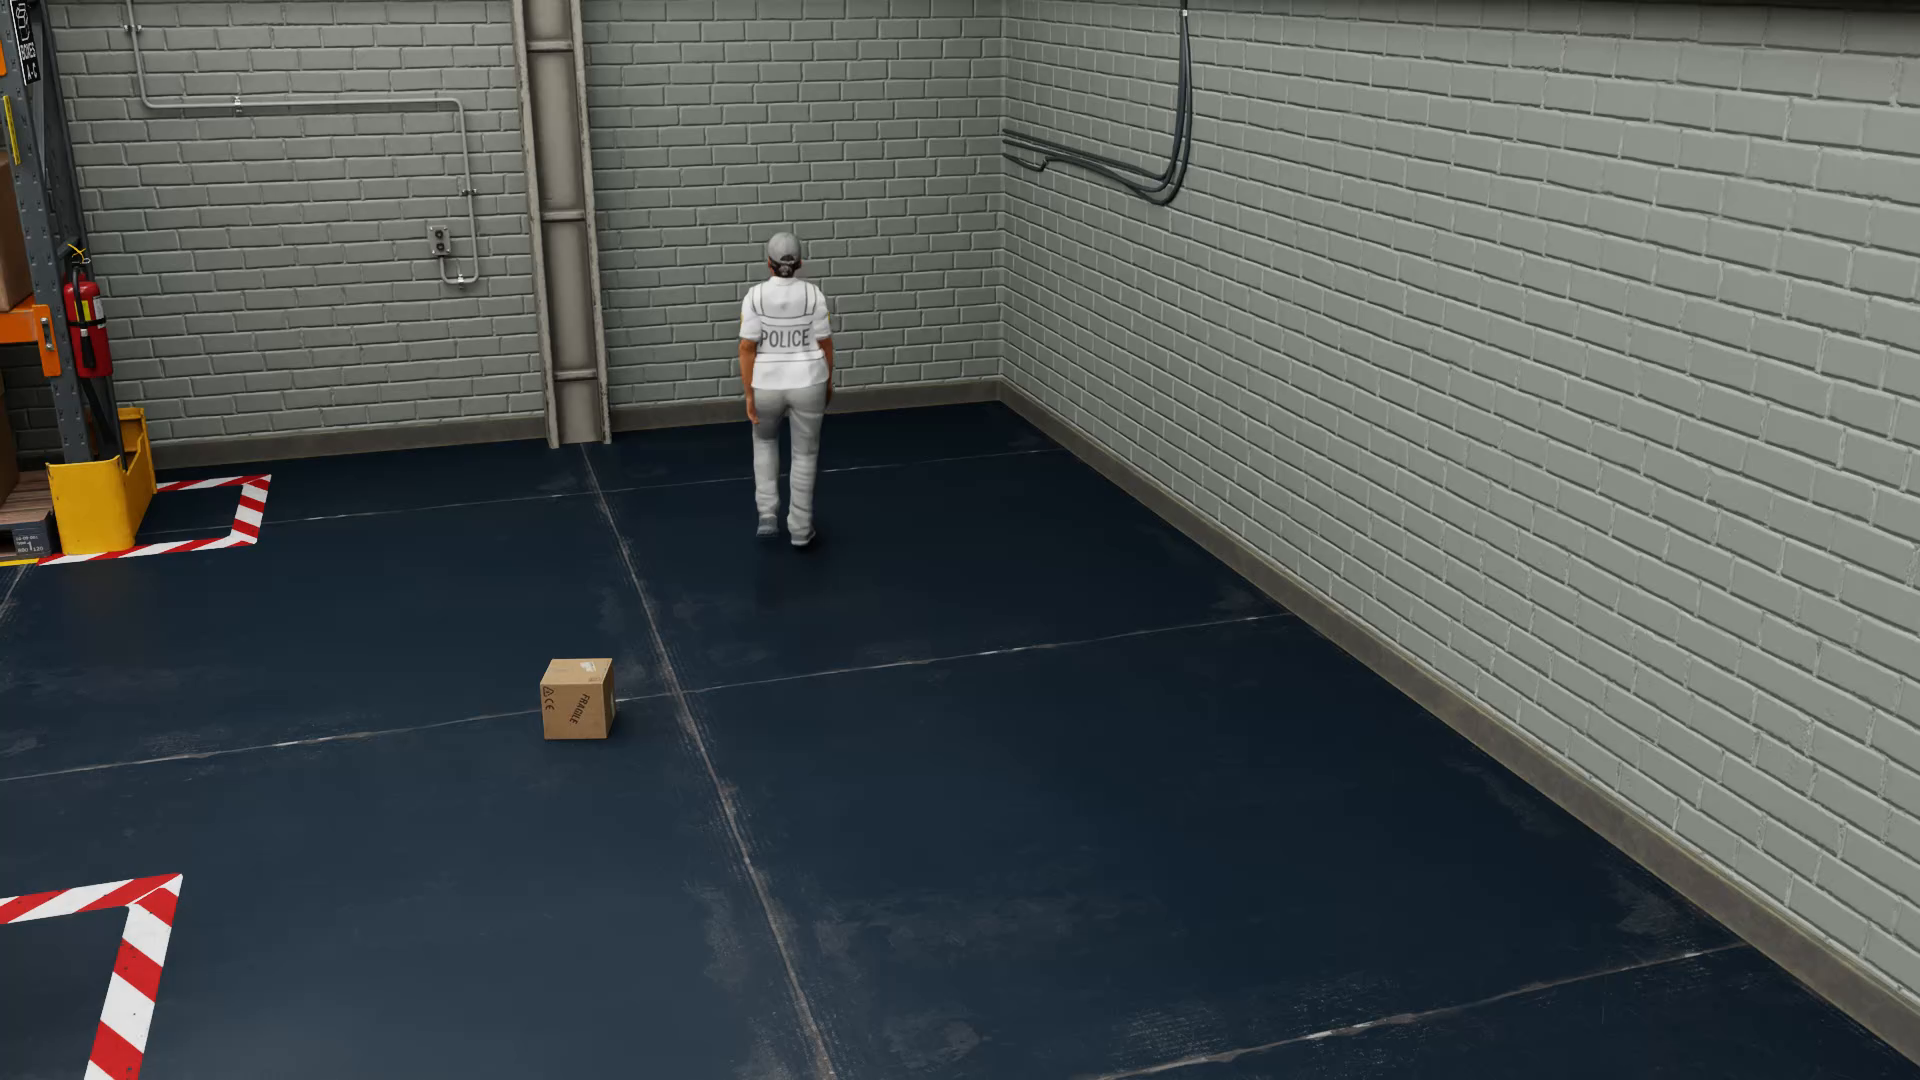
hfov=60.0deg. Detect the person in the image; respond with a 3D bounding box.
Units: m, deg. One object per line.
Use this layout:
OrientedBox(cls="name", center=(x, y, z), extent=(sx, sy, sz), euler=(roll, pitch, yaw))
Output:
OrientedBox(cls="person", center=(-0.907, -0.774, 8.811), extent=(0.479, 1.725, 0.489), euler=(-1, 19, -2))
